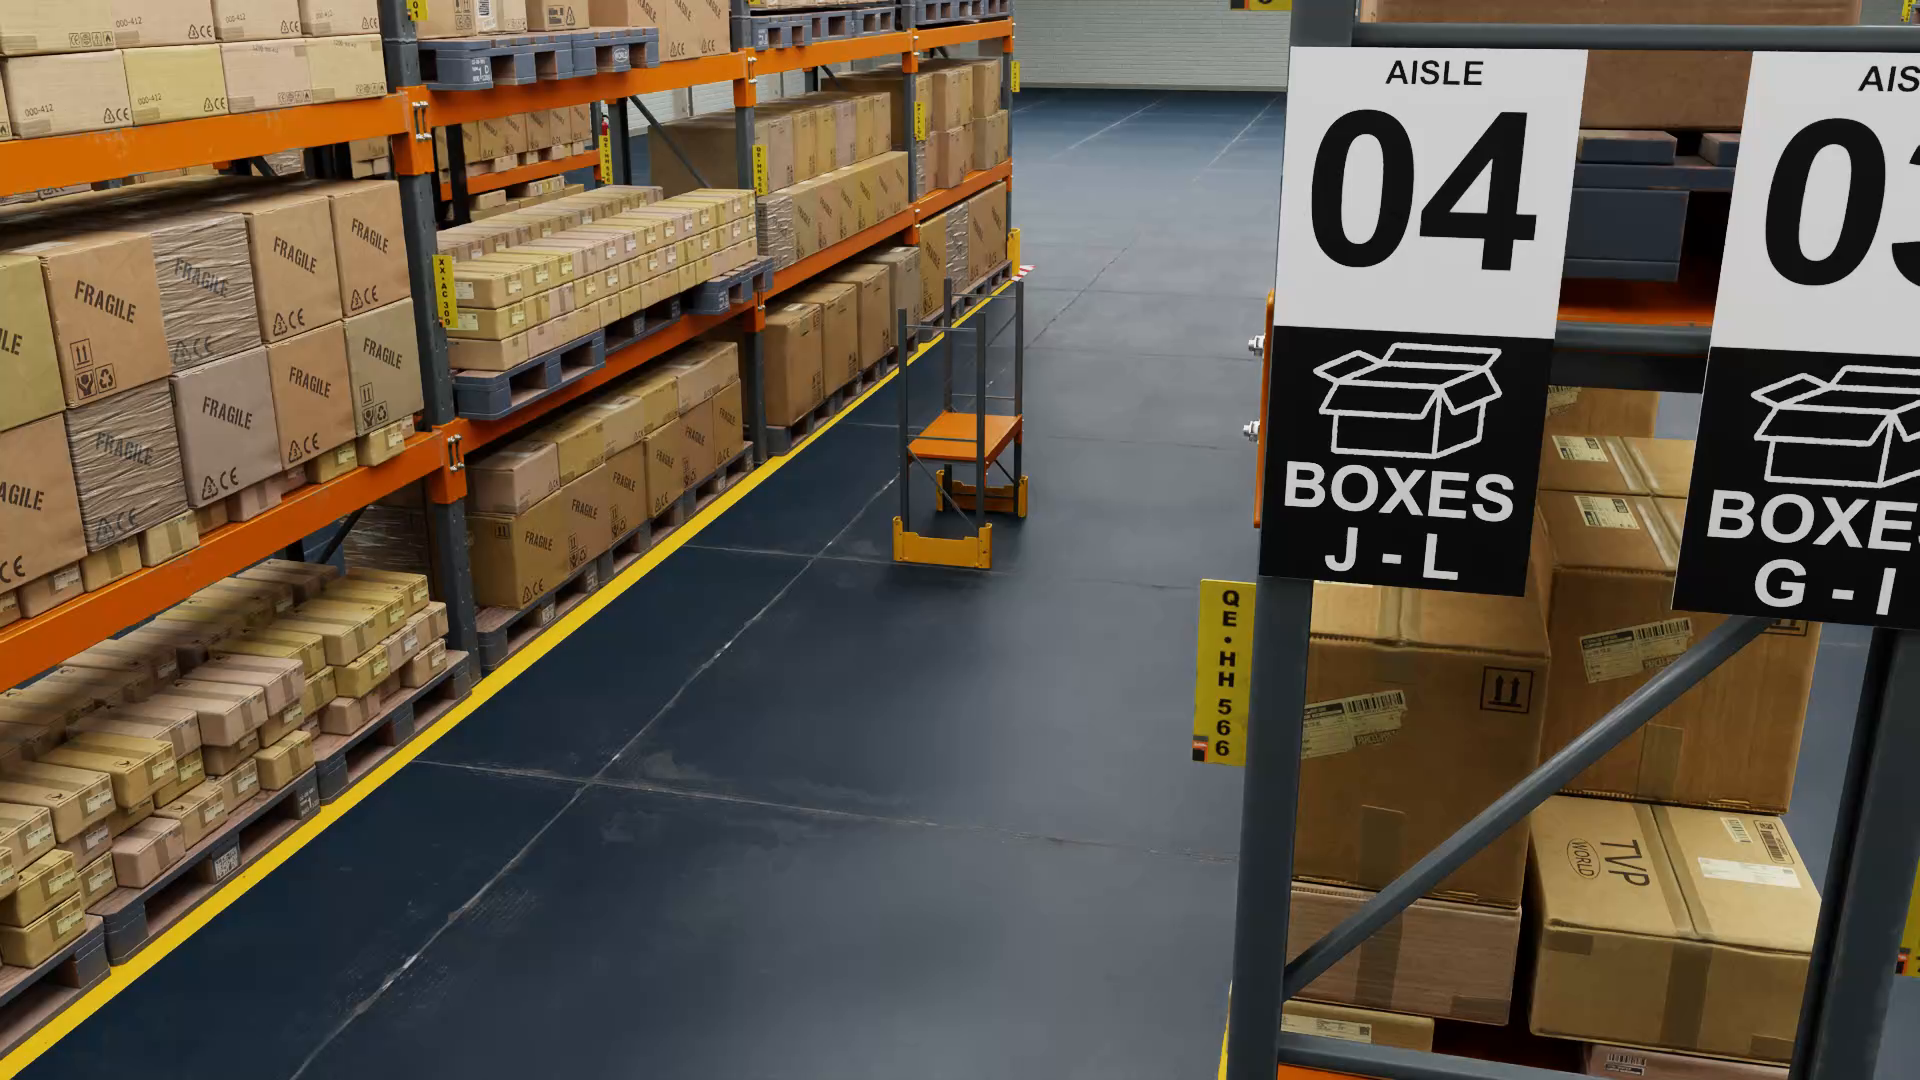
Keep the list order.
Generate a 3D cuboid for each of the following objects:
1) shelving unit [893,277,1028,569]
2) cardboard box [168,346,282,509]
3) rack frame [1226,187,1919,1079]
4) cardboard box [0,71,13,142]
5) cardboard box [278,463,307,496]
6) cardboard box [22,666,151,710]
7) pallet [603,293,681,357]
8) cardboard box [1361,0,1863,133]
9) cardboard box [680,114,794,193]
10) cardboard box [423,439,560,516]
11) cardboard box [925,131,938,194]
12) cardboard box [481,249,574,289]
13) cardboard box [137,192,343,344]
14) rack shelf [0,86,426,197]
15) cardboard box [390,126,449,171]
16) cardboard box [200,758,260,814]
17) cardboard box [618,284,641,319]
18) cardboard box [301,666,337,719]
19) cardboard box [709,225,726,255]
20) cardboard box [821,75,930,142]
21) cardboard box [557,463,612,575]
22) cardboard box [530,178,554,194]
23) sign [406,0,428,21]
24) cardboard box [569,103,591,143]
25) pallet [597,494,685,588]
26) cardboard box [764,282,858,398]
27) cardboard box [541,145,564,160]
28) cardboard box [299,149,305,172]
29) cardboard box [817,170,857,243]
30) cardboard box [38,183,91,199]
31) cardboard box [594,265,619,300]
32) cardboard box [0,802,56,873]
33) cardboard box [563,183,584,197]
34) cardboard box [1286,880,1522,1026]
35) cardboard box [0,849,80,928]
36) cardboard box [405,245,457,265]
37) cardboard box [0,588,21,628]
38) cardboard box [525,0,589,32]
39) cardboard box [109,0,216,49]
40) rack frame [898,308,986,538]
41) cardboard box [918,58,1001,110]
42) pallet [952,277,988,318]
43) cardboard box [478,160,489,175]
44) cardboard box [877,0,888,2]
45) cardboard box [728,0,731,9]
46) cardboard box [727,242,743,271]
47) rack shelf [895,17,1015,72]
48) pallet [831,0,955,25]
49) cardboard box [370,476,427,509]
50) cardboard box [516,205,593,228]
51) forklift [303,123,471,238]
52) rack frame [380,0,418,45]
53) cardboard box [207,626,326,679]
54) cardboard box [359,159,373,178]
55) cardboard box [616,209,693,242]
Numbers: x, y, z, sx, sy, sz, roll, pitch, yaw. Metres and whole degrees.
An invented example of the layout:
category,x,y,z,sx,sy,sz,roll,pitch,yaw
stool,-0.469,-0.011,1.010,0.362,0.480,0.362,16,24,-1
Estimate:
category,x,y,z,sx,sy,sz,roll,pitch,yaw
shelving unit,0.019,-0.734,10.015,0.587,1.500,1.083,5,19,13
cardboard box,-2.940,-0.444,6.231,0.500,0.500,0.500,5,19,13
rack frame,0.963,0.929,2.827,1.000,3.000,0.127,5,19,13
cardboard box,-3.218,-1.291,4.917,0.500,0.250,0.500,4,19,12
cardboard box,-2.898,-0.277,6.748,0.380,0.149,0.250,4,19,12
cardboard box,-3.438,0.626,6.555,0.380,0.149,0.250,4,19,11
pallet,-2.312,-1.287,9.613,1.003,0.211,1.213,5,19,13
cardboard box,1.038,-0.951,2.732,0.700,0.500,0.500,3,19,10
cardboard box,-1.626,-2.821,12.104,0.700,0.500,0.500,4,19,13
cardboard box,-2.408,-0.330,8.569,0.500,0.250,0.500,4,19,11
cardboard box,-0.699,-3.617,15.905,0.875,0.550,0.550,5,19,13
cardboard box,-2.175,-1.365,8.361,0.380,0.149,0.250,5,19,14
cardboard box,-2.819,-1.078,6.542,0.500,0.500,0.500,4,19,12
rack shelf,-3.334,-1.200,5.533,1.077,0.370,4.000,5,19,13
cardboard box,-5.337,-3.919,16.405,0.500,0.500,0.500,5,19,13
cardboard box,-2.992,0.953,6.518,0.380,0.149,0.250,5,19,14
cardboard box,-1.989,-1.325,9.165,0.380,0.149,0.250,4,19,12
cardboard box,-2.872,0.627,7.011,0.380,0.149,0.250,5,19,14
cardboard box,-1.672,-1.865,10.286,0.380,0.149,0.250,5,20,15
cardboard box,-0.767,-3.950,15.210,0.875,0.550,0.550,5,19,13
cardboard box,-2.280,-0.141,9.176,0.500,0.500,0.500,6,20,16
cardboard box,-4.770,-3.957,18.573,0.380,0.149,0.250,5,19,14
sign,-2.317,-2.372,7.050,0.100,0.325,0.005,5,19,13
cardboard box,-4.603,-4.865,19.175,0.500,0.500,0.500,4,19,12
pallet,-2.360,-0.056,10.026,1.003,0.211,1.213,5,19,13
cardboard box,-1.421,-1.594,13.044,1.050,0.750,0.750,5,19,14
cardboard box,-4.693,-4.366,18.717,0.380,0.149,0.250,5,19,14
cardboard box,-5.857,-3.522,14.593,0.500,0.500,0.500,5,20,15
cardboard box,-1.127,-2.642,13.128,0.500,0.500,0.500,4,19,13
cardboard box,-6.565,-2.699,11.747,0.500,0.500,0.500,4,19,12
cardboard box,-2.052,-1.384,8.879,0.380,0.149,0.250,5,20,16
cardboard box,-3.248,0.988,5.495,0.380,0.149,0.250,4,19,11
cardboard box,-4.681,-3.849,19.261,0.500,0.500,0.500,5,19,14
cardboard box,0.824,0.686,3.309,0.500,0.250,0.500,4,19,13
cardboard box,-3.182,1.134,5.526,0.380,0.149,0.250,5,20,15
cardboard box,-2.806,-1.416,8.511,0.380,0.149,0.250,4,19,12
cardboard box,-3.265,0.211,5.319,0.380,0.149,0.250,4,19,13
cardboard box,-2.340,-2.889,8.555,0.797,0.503,0.637,4,19,13
cardboard box,-2.972,-1.843,5.759,0.500,0.250,0.500,5,20,16
rack frame,-0.103,-0.577,9.557,0.500,1.500,0.032,5,19,13
cardboard box,-0.041,-4.978,18.219,0.875,0.550,0.550,5,19,13
pallet,-0.333,-2.552,17.332,1.003,0.211,1.213,5,19,13
cardboard box,-5.151,-3.899,17.351,0.380,0.149,0.250,5,19,13
cardboard box,-0.908,-4.616,13.848,0.500,0.250,0.500,5,19,14
cardboard box,-1.631,-3.641,11.149,0.380,0.149,0.250,4,19,11
cardboard box,-1.605,-1.813,10.594,0.380,0.149,0.250,5,19,13
rack shelf,-0.402,-4.961,16.545,1.077,0.370,4.000,5,19,13
pallet,-0.680,-4.889,15.356,1.003,0.211,1.213,5,19,13
cardboard box,-2.908,-0.372,8.694,0.500,0.250,0.500,4,19,12
cardboard box,-2.425,-1.905,9.942,0.380,0.149,0.250,6,20,16
forklift,-3.979,-2.267,12.291,1.130,2.935,3.031,5,19,14
rack frame,-2.845,-3.587,6.767,1.000,3.000,0.127,5,19,13
cardboard box,-2.896,0.490,6.953,0.380,0.149,0.250,5,20,15
cardboard box,-5.655,-3.430,15.329,0.380,0.149,0.250,4,19,12
cardboard box,-1.797,-1.854,9.792,0.380,0.149,0.250,5,19,13
